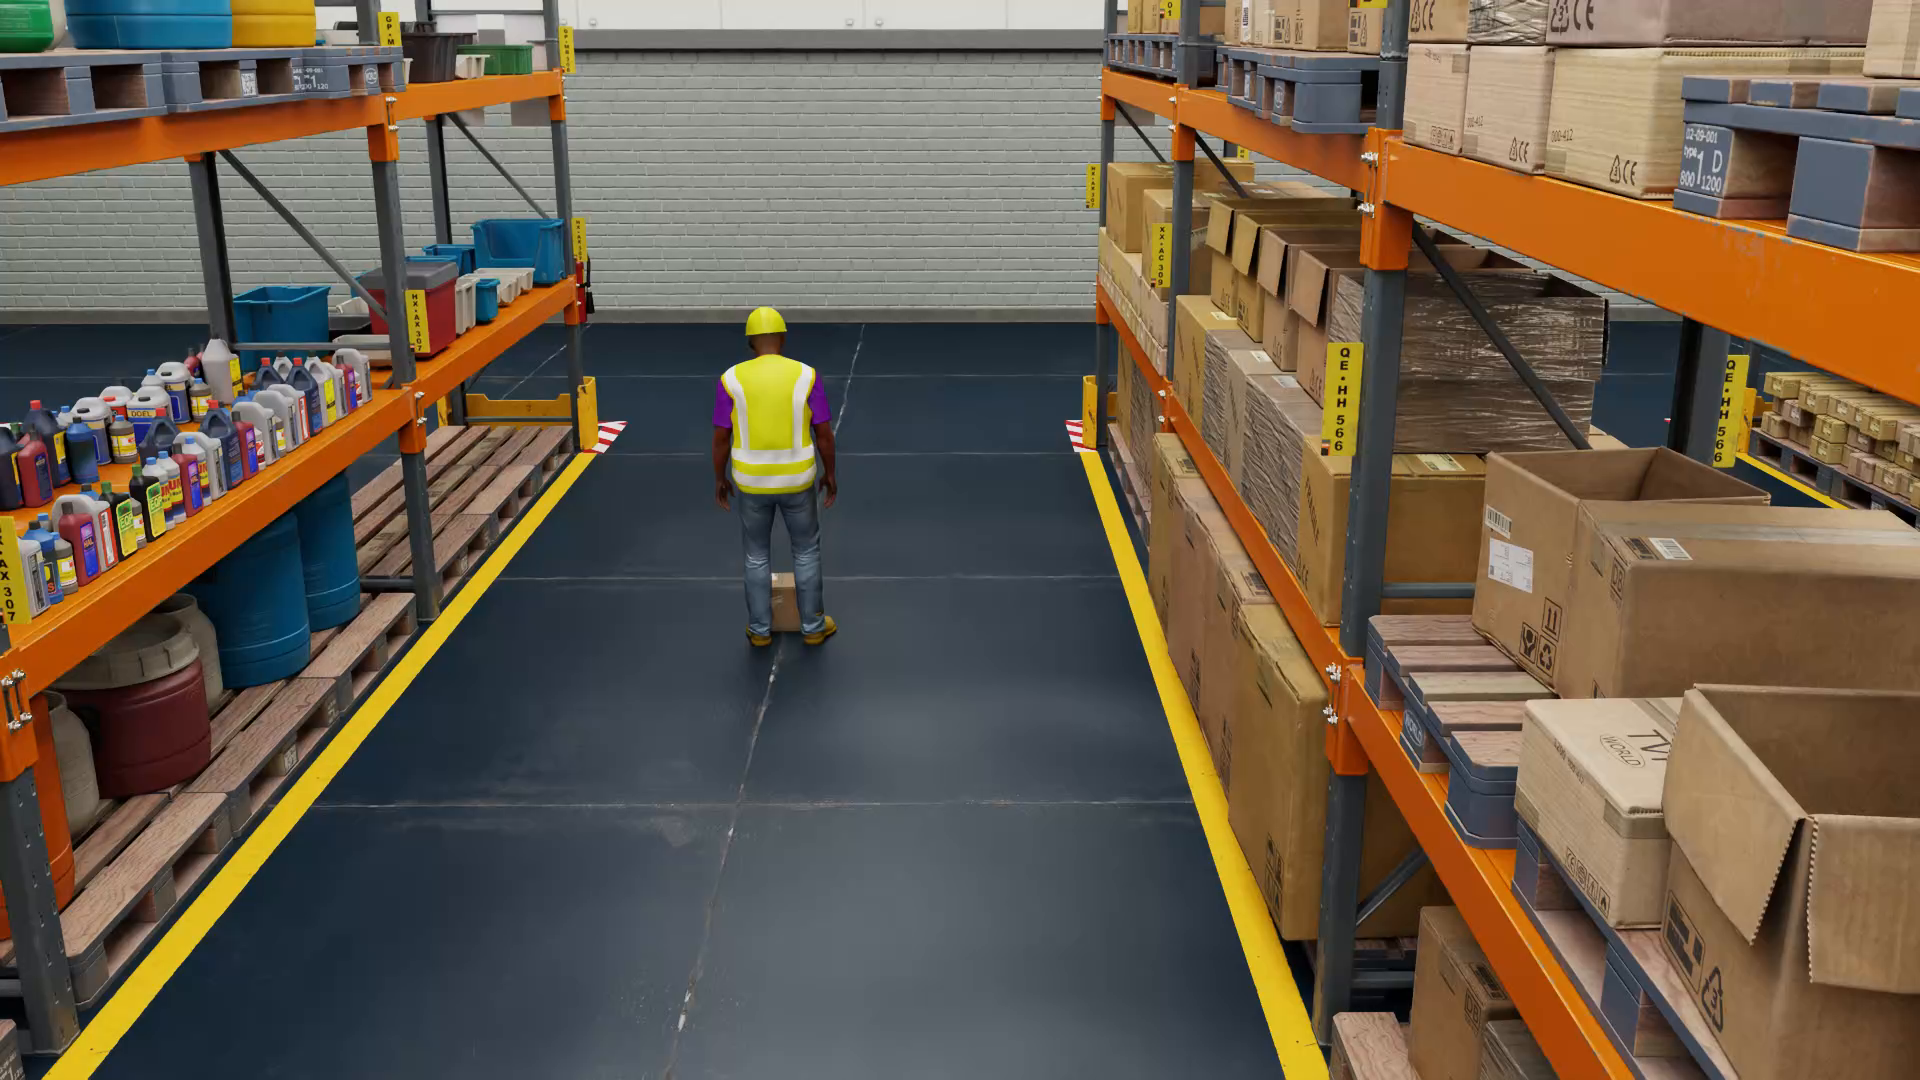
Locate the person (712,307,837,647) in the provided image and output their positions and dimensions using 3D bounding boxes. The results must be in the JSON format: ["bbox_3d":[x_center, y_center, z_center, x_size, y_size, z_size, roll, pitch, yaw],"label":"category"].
[{"bbox_3d":[-0.949,-0.319,8.558,0.629,1.759,0.460,-1,17,-4],"label":"person"}]
